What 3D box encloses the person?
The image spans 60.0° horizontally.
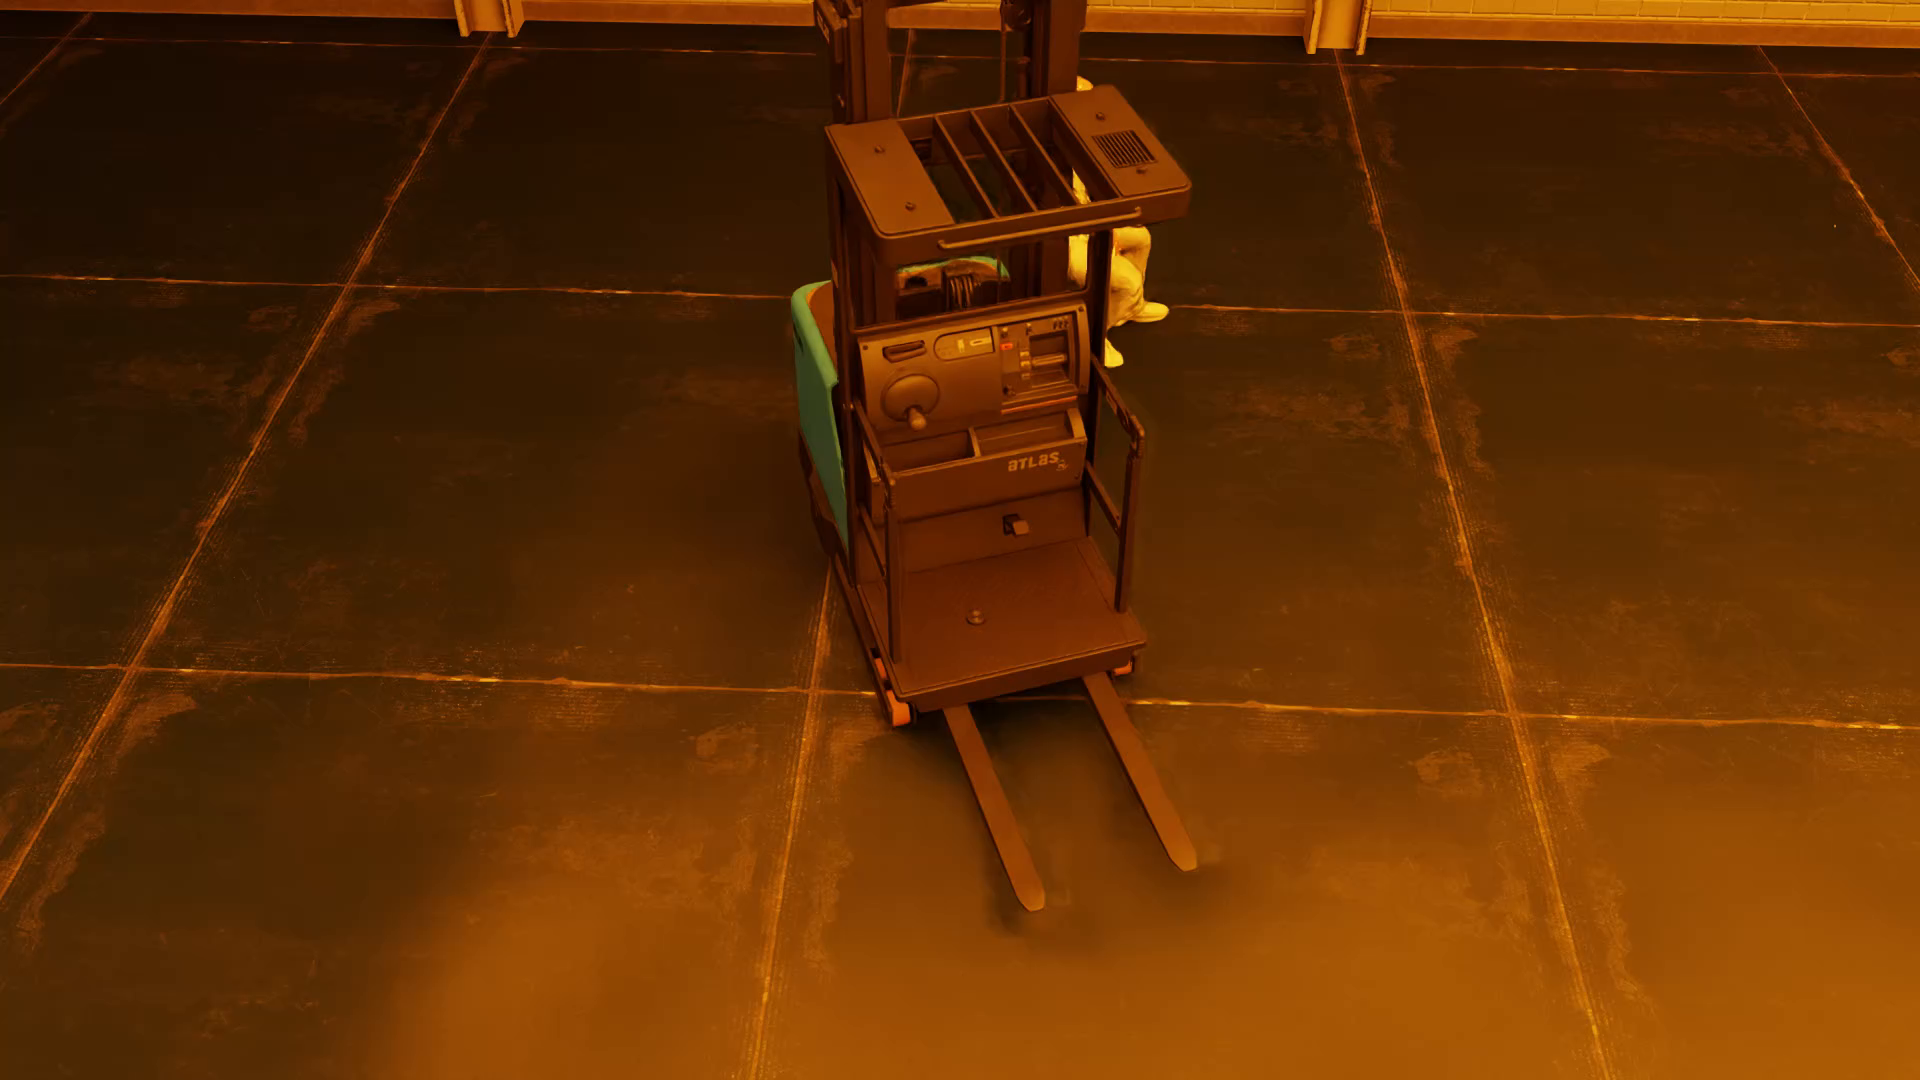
[{"bbox_3d":[0.724,-1.636,8.472,0.720,1.522,1.092,9,43,9],"label":"person"}]

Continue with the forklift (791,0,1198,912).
[{"bbox_3d":[0.130,-0.597,6.396,1.130,2.935,3.031,-12,44,-12],"label":"forklift"}]
